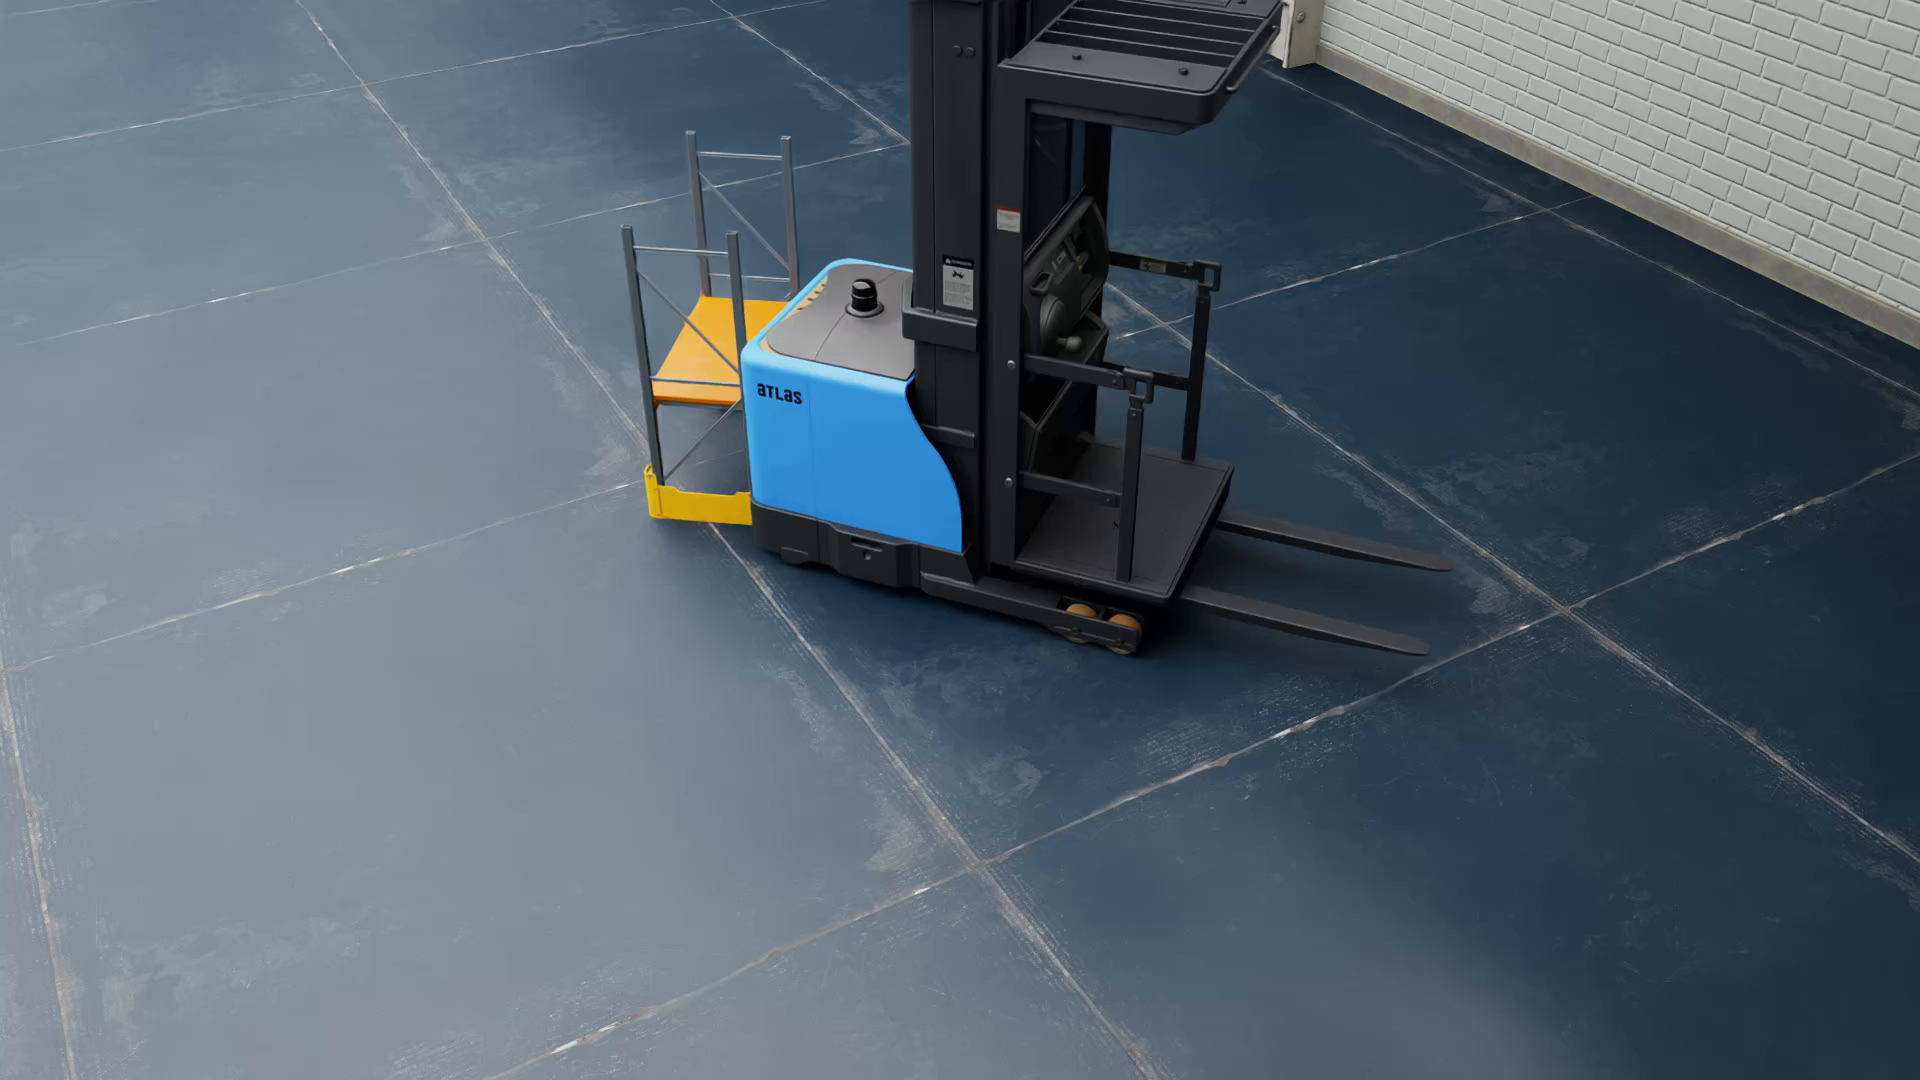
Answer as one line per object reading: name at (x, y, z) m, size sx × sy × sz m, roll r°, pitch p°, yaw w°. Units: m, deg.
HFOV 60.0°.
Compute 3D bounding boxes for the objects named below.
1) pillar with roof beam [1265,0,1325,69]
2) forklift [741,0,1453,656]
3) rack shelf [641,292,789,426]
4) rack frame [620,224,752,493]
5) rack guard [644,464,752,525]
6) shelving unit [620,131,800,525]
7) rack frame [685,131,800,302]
pillar with roof beam at (-1.201, -6.095, 8.466) m, size 9.100 × 9.000 × 0.400 m, roll -19°, pitch 40°, yaw -24°
forklift at (0.619, -1.056, 6.710) m, size 3.031 × 2.935 × 1.130 m, roll 13°, pitch 38°, yaw 18°
rack shelf at (-1.113, -0.855, 7.954) m, size 0.538 × 0.185 × 1.000 m, roll 5°, pitch 36°, yaw 6°
rack frame at (-1.184, -0.703, 7.441) m, size 0.500 × 1.500 × 0.032 m, roll 5°, pitch 36°, yaw 6°
rack guard at (-1.181, -0.210, 7.826) m, size 0.587 × 0.250 × 0.087 m, roll 5°, pitch 36°, yaw 6°
shelving unit at (-1.112, -1.006, 7.855) m, size 0.587 × 1.500 × 1.083 m, roll 5°, pitch 36°, yaw 6°
rack frame at (-1.043, -1.297, 8.255) m, size 0.500 × 1.500 × 0.032 m, roll 5°, pitch 36°, yaw 6°
